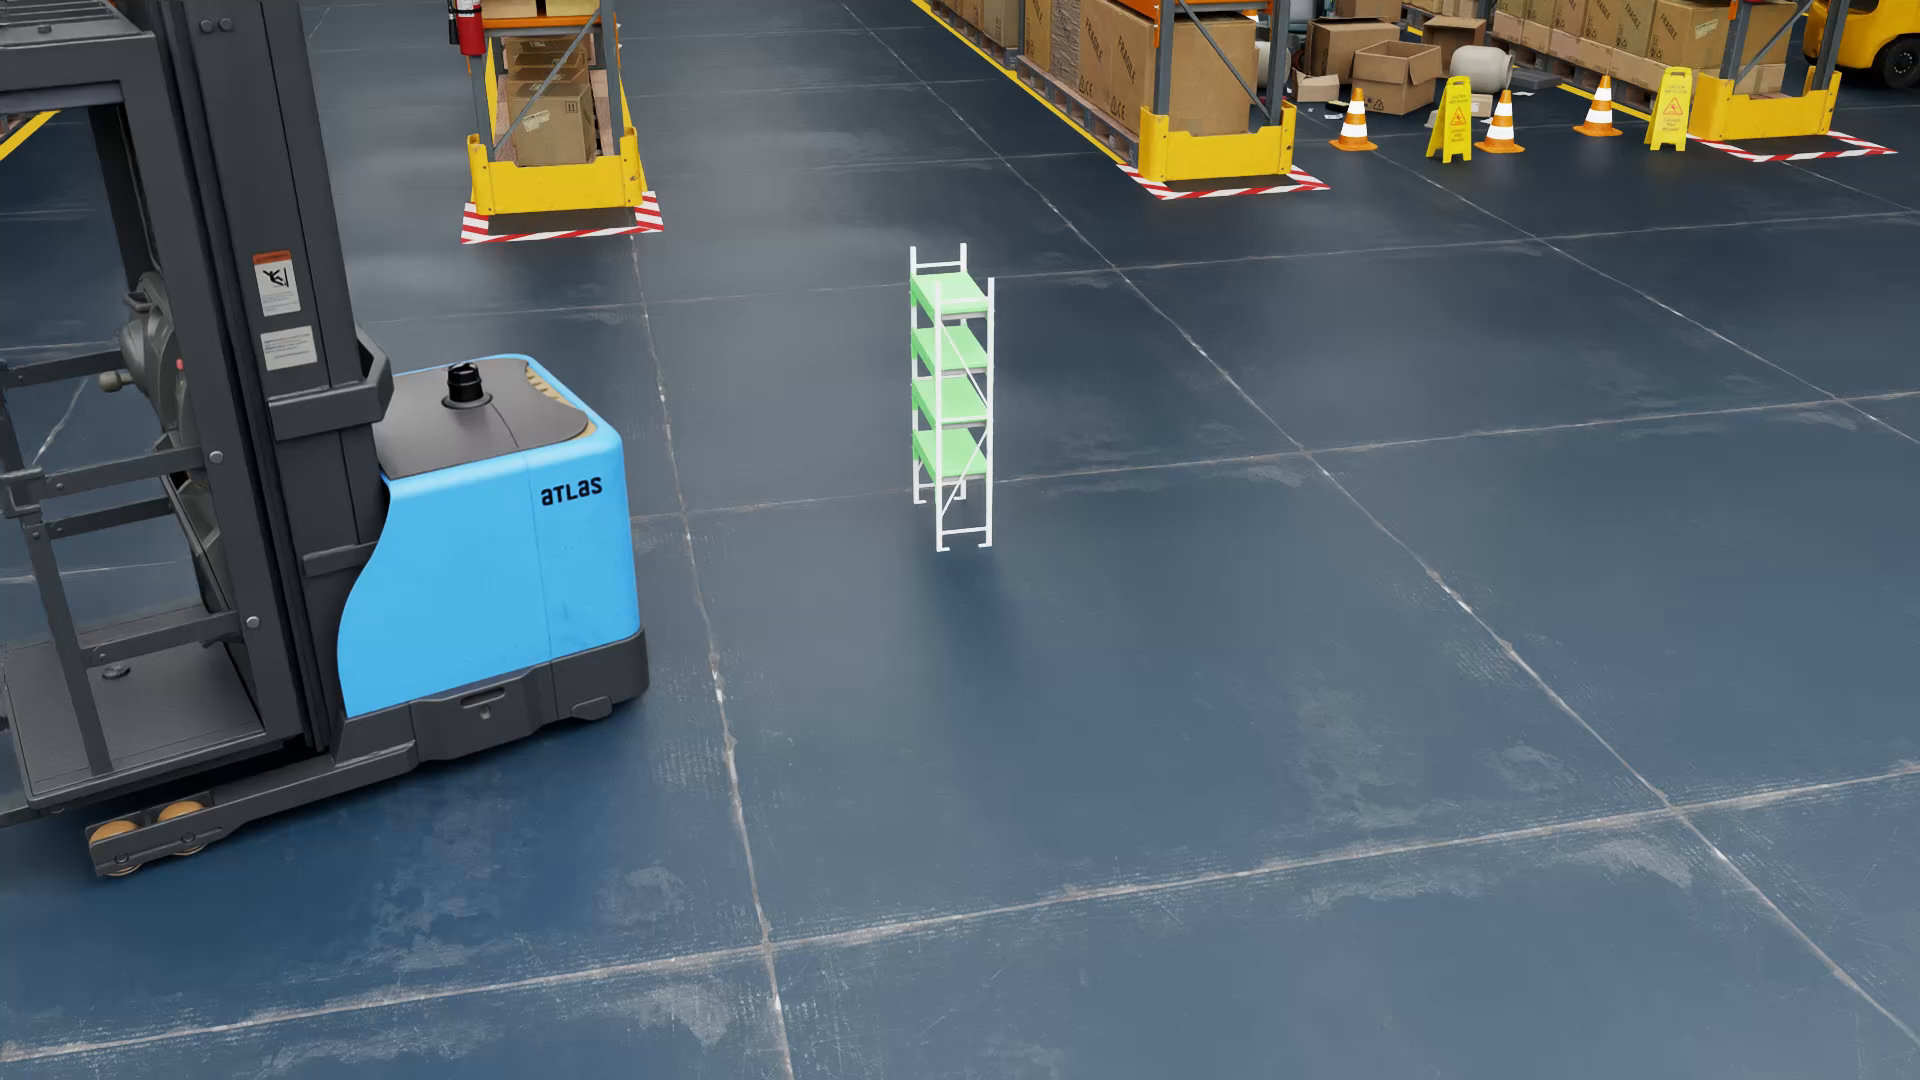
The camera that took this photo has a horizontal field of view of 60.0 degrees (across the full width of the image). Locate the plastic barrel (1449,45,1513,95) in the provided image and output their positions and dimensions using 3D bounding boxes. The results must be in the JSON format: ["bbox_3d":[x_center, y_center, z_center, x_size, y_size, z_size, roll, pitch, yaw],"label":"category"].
[{"bbox_3d":[4.827,-4.353,15.405,0.512,0.421,0.421,13,30,24],"label":"plastic barrel"}]

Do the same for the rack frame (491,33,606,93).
[{"bbox_3d":[-3.789,-5.500,14.818,1.000,3.000,0.127,-6,27,-12],"label":"rack frame"}]

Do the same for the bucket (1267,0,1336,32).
[{"bbox_3d":[3.343,-5.351,16.468,0.726,0.611,0.620,3,17,6],"label":"bucket"}]

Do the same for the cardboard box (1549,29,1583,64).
[{"bbox_3d":[5.990,-4.714,15.846,0.500,0.250,0.500,-6,27,-12],"label":"cardboard box"}]

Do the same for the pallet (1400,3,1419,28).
[{"bbox_3d":[5.411,-6.140,19.180,1.003,0.211,1.213,-6,27,-12],"label":"pallet"}]

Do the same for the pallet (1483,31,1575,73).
[{"bbox_3d":[6.052,-4.970,16.863,1.003,0.211,1.213,-6,27,-12],"label":"pallet"}]

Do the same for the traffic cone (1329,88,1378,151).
[{"bbox_3d":[3.232,-3.448,13.568,0.336,0.463,0.334,-6,27,-12],"label":"traffic cone"}]

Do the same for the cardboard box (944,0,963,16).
[{"bbox_3d":[0.415,-6.238,18.312,1.050,0.750,0.750,-6,27,-11],"label":"cardboard box"}]

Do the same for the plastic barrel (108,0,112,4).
[{"bbox_3d":[-9.642,-6.185,18.117,0.600,0.830,0.708,-6,27,-12],"label":"plastic barrel"}]

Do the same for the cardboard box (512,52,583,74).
[{"bbox_3d":[-3.302,-3.627,13.415,0.500,0.500,0.500,-3,27,-7],"label":"cardboard box"}]

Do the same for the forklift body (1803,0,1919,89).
[{"bbox_3d":[9.398,-5.524,15.808,2.313,2.155,1.214,-6,27,-12],"label":"forklift body"}]

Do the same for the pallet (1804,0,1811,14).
[{"bbox_3d":[10.498,-6.087,19.075,1.003,0.211,1.213,-6,27,-12],"label":"pallet"}]

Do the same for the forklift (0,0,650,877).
[{"bbox_3d":[-2.648,-0.535,5.058,3.031,2.935,1.130,-16,31,-29],"label":"forklift"}]

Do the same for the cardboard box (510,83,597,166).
[{"bbox_3d":[-3.012,-3.091,12.354,0.500,0.500,0.500,-1,27,-2],"label":"cardboard box"}]

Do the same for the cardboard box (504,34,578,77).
[{"bbox_3d":[-3.601,-4.141,14.434,0.500,0.500,0.500,2,27,5],"label":"cardboard box"}]

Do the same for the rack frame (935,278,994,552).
[{"bbox_3d":[0.018,-0.501,6.911,0.240,1.200,0.015,-6,27,-12],"label":"rack frame"}]

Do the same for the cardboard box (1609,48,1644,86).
[{"bbox_3d":[6.215,-4.266,14.958,0.500,0.250,0.500,-6,27,-11],"label":"cardboard box"}]

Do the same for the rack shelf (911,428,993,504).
[{"bbox_3d":[-0.037,-0.337,7.261,0.258,0.148,0.480,-6,27,-12],"label":"rack shelf"}]

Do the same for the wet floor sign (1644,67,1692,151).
[{"bbox_3d":[5.768,-3.507,13.482,0.267,0.644,0.232,3,27,6],"label":"wet floor sign"}]

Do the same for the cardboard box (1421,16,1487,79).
[{"bbox_3d":[4.782,-4.783,16.168,0.500,0.500,0.500,13,30,24],"label":"cardboard box"}]

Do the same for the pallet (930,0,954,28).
[{"bbox_3d":[0.269,-6.117,19.134,1.003,0.211,1.213,-6,27,-12],"label":"pallet"}]

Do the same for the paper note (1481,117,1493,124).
[{"bbox_3d":[4.616,-3.638,14.423,0.148,0.019,0.142,-16,31,-29],"label":"paper note"}]

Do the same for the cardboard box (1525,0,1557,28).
[{"bbox_3d":[5.869,-5.281,16.137,0.500,0.500,0.500,-5,27,-10],"label":"cardboard box"}]

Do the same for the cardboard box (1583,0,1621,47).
[{"bbox_3d":[6.106,-4.821,15.226,0.500,0.500,0.500,-7,28,-13],"label":"cardboard box"}]

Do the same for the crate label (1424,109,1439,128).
[{"bbox_3d":[4.172,-3.607,14.244,0.250,0.136,0.298,-23,35,-38],"label":"crate label"}]

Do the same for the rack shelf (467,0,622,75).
[{"bbox_3d":[-3.338,-4.301,13.240,1.077,0.370,4.000,-6,27,-12],"label":"rack shelf"}]

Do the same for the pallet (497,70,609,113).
[{"bbox_3d":[-3.603,-3.964,14.869,1.003,0.211,1.213,-6,27,-12],"label":"pallet"}]

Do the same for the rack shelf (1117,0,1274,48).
[{"bbox_3d":[1.517,-4.760,14.150,1.077,0.370,4.000,-6,27,-12],"label":"rack shelf"}]

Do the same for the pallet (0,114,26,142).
[{"bbox_3d":[-8.503,-3.453,13.857,1.003,0.211,1.213,-6,27,-12],"label":"pallet"}]

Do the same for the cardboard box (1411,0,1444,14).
[{"bbox_3d":[5.581,-6.066,18.389,0.950,0.372,0.625,-4,27,-8],"label":"cardboard box"}]

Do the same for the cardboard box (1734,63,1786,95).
[{"bbox_3d":[6.856,-4.092,14.615,0.500,0.250,0.500,-6,27,-12],"label":"cardboard box"}]

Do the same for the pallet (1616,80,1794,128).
[{"bbox_3d":[6.602,-3.899,14.741,1.003,0.211,1.213,-6,27,-12],"label":"pallet"}]

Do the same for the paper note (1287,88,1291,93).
[{"bbox_3d":[3.156,-4.220,15.585,0.172,0.023,0.155,3,27,6],"label":"paper note"}]

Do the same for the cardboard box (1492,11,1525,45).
[{"bbox_3d":[5.736,-5.180,16.769,0.500,0.250,0.500,-7,28,-14],"label":"cardboard box"}]

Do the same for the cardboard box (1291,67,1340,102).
[{"bbox_3d":[3.248,-4.171,15.219,0.396,0.266,0.258,-1,27,-3],"label":"cardboard box"}]

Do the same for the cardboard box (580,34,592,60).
[{"bbox_3d":[-3.906,-4.852,15.820,0.700,0.500,0.500,-8,28,-16],"label":"cardboard box"}]

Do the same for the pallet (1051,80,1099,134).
[{"bbox_3d":[1.440,-3.836,14.616,1.003,0.211,1.213,-6,27,-12],"label":"pallet"}]

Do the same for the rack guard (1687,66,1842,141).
[{"bbox_3d":[6.751,-3.668,13.962,1.175,0.500,0.348,-6,27,-12],"label":"rack guard"}]

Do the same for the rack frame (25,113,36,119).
[{"bbox_3d":[-8.614,-4.997,13.821,1.000,3.000,0.127,-6,27,-12],"label":"rack frame"}]

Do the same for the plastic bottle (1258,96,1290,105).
[{"bbox_3d":[2.859,-4.002,15.110,0.283,0.061,0.133,-16,31,-29],"label":"plastic bottle"}]

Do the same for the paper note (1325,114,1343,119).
[{"bbox_3d":[3.278,-3.720,14.587,0.144,0.017,0.142,3,27,6],"label":"paper note"}]

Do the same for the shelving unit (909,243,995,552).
[{"bbox_3d":[-0.037,-0.608,7.124,0.258,1.200,0.503,-6,27,-12],"label":"shelving unit"}]

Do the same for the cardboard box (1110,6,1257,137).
[{"bbox_3d":[1.751,-3.733,13.209,0.875,0.875,0.875,-6,27,-11],"label":"cardboard box"}]

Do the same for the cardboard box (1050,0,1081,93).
[{"bbox_3d":[1.347,-4.520,14.767,0.875,0.875,0.875,-6,27,-11],"label":"cardboard box"}]

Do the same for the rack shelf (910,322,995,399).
[{"bbox_3d":[-0.037,-0.766,7.044,0.258,0.148,0.480,-6,27,-12],"label":"rack shelf"}]

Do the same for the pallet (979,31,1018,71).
[{"bbox_3d":[0.819,-5.045,17.012,1.003,0.211,1.213,-6,27,-12],"label":"pallet"}]

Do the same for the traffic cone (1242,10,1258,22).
[{"bbox_3d":[3.183,-5.802,18.231,0.336,0.463,0.334,-6,27,-12],"label":"traffic cone"}]

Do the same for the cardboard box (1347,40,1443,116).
[{"bbox_3d":[3.906,-4.150,14.913,0.637,0.503,0.797,19,32,32],"label":"cardboard box"}]

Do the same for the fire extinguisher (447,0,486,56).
[{"bbox_3d":[-3.310,-3.612,11.164,0.296,0.674,0.183,-6,27,-12],"label":"fire extinguisher"}]

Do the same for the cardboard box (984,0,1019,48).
[{"bbox_3d":[0.839,-5.406,16.662,1.050,0.750,0.750,-6,27,-12],"label":"cardboard box"}]

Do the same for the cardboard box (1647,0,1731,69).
[{"bbox_3d":[6.333,-4.370,14.333,0.500,0.500,0.500,-6,27,-11],"label":"cardboard box"}]

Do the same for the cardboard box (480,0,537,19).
[{"bbox_3d":[-3.152,-3.736,11.602,0.380,0.149,0.250,-6,27,-12],"label":"cardboard box"}]

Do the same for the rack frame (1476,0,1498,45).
[{"bbox_3d":[5.867,-6.506,16.811,1.000,3.000,0.127,-6,27,-12],"label":"rack frame"}]

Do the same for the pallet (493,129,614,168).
[{"bbox_3d":[-3.053,-2.893,12.747,1.003,0.211,1.213,-6,27,-12],"label":"pallet"}]

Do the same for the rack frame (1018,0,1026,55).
[{"bbox_3d":[1.067,-5.959,15.728,1.000,3.000,0.127,-6,27,-12],"label":"rack frame"}]
